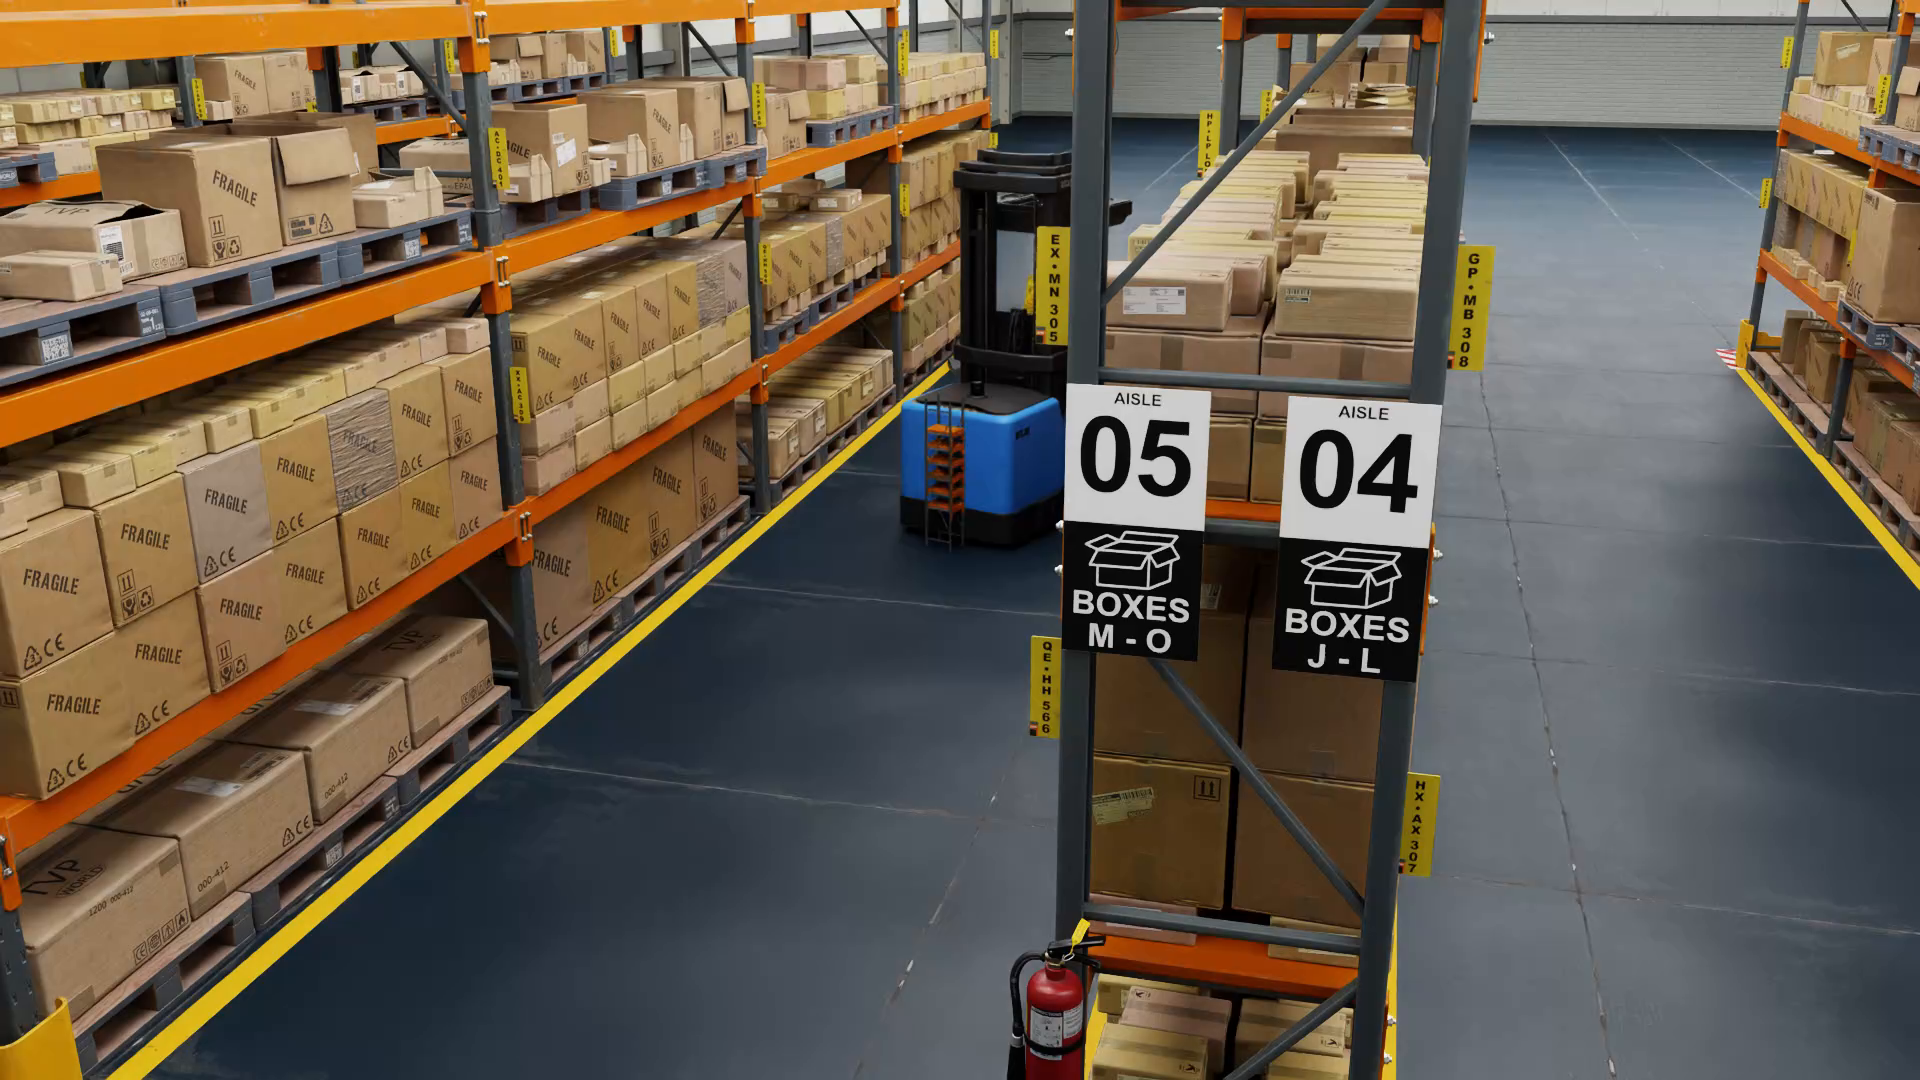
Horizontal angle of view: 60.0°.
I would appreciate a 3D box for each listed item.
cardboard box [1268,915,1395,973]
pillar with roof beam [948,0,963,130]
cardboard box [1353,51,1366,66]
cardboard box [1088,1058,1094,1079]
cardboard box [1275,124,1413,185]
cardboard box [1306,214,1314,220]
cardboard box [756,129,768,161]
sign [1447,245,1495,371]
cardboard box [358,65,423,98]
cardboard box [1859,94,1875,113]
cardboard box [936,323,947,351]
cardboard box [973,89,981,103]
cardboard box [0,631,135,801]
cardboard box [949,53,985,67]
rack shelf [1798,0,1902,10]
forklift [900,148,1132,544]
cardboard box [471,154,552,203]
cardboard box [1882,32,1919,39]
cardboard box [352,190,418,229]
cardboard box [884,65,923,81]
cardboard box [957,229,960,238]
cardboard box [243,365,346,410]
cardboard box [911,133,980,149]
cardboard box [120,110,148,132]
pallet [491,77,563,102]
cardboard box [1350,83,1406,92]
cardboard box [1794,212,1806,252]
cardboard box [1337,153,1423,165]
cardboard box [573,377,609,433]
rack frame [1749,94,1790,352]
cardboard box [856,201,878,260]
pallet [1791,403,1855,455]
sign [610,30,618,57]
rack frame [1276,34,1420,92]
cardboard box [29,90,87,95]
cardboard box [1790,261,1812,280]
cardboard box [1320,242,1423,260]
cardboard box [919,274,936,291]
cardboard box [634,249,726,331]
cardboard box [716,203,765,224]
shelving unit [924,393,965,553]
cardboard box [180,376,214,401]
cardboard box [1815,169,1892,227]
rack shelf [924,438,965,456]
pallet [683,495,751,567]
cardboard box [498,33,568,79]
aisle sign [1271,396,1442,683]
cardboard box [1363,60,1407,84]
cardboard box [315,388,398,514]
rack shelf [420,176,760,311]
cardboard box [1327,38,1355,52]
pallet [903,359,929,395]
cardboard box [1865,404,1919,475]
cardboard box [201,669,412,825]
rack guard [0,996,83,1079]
[{"bbox_3d":[1.190,1.233,5.326,0.380,0.149,0.250,4,19,13],"label":"cardboard box"},{"bbox_3d":[4.058,-14.450,41.570,9.100,9.000,0.400,5,19,13],"label":"pillar with roof beam"},{"bbox_3d":[4.090,-5.112,17.841,0.500,0.250,0.500,5,19,13],"label":"cardboard box"},{"bbox_3d":[0.645,2.011,5.959,0.380,0.149,0.250,4,19,12],"label":"cardboard box"},{"bbox_3d":[1.970,-1.840,8.488,0.700,0.500,0.500,5,19,13],"label":"cardboard box"},{"bbox_3d":[1.643,-1.158,6.756,0.500,0.250,0.500,5,20,16],"label":"cardboard box"},{"bbox_3d":[-1.773,-3.198,13.478,0.396,0.266,0.258,5,19,13],"label":"cardboard box"},{"bbox_3d":[1.319,-0.601,4.312,0.100,0.325,0.005,5,19,13],"label":"sign"},{"bbox_3d":[-5.854,-4.699,16.997,0.500,0.311,0.500,4,19,12],"label":"cardboard box"},{"bbox_3d":[8.441,-3.972,15.150,0.380,0.149,0.250,4,19,11],"label":"cardboard box"},{"bbox_3d":[-0.447,-2.327,18.963,0.500,0.250,0.500,4,19,13],"label":"cardboard box"},{"bbox_3d":[0.033,-5.271,19.726,0.380,0.149,0.250,5,19,14],"label":"cardboard box"},{"bbox_3d":[-3.636,0.655,6.474,0.500,0.500,0.500,5,19,13],"label":"cardboard box"},{"bbox_3d":[0.081,-5.733,19.846,0.380,0.149,0.250,5,19,14],"label":"cardboard box"},{"bbox_3d":[8.999,-5.272,15.818,1.077,0.370,4.000,5,19,13],"label":"rack shelf"},{"bbox_3d":[0.724,-1.776,13.854,1.130,2.935,3.031,11,22,30],"label":"forklift"},{"bbox_3d":[-2.593,-2.107,9.633,0.396,0.266,0.258,4,19,13],"label":"cardboard box"},{"bbox_3d":[9.354,-4.740,16.396,0.500,0.500,0.500,5,19,13],"label":"cardboard box"},{"bbox_3d":[-2.964,-1.662,8.355,0.380,0.149,0.250,5,20,15],"label":"cardboard box"},{"bbox_3d":[-0.598,-4.847,17.253,0.380,0.149,0.250,4,19,12],"label":"cardboard box"},{"bbox_3d":[-0.077,-3.682,19.714,0.380,0.149,0.250,5,19,14],"label":"cardboard box"},{"bbox_3d":[-3.194,-0.733,7.989,0.380,0.149,0.250,4,19,12],"label":"cardboard box"},{"bbox_3d":[-0.166,-4.510,19.590,0.700,0.500,0.500,5,19,14],"label":"cardboard box"},{"bbox_3d":[-6.826,-3.395,13.462,0.380,0.149,0.250,4,19,12],"label":"cardboard box"},{"bbox_3d":[-5.430,-5.350,19.706,1.003,0.211,1.213,5,19,13],"label":"pallet"},{"bbox_3d":[3.708,-3.932,14.846,0.500,0.250,0.500,5,19,14],"label":"cardboard box"},{"bbox_3d":[9.321,-3.254,17.457,0.875,0.500,0.500,5,19,13],"label":"cardboard box"},{"bbox_3d":[1.960,-1.718,7.778,0.380,0.149,0.250,4,19,11],"label":"cardboard box"},{"bbox_3d":[-2.573,-0.870,10.553,0.500,0.250,0.500,5,19,14],"label":"cardboard box"},{"bbox_3d":[9.487,-3.402,18.507,1.000,3.000,0.127,5,19,13],"label":"rack frame"},{"bbox_3d":[-1.110,-2.999,16.063,0.500,0.500,0.500,5,19,14],"label":"cardboard box"},{"bbox_3d":[8.640,-1.042,15.911,1.003,0.211,1.213,5,19,13],"label":"pallet"},{"bbox_3d":[-4.414,-6.329,21.189,0.100,0.325,0.005,5,19,13],"label":"sign"},{"bbox_3d":[2.748,-4.157,11.435,1.000,3.000,0.127,5,19,13],"label":"rack frame"},{"bbox_3d":[-7.339,-3.575,13.528,0.380,0.149,0.250,5,19,14],"label":"cardboard box"},{"bbox_3d":[8.726,-2.750,16.987,0.380,0.149,0.250,5,19,13],"label":"cardboard box"},{"bbox_3d":[1.310,-0.825,5.164,0.380,0.149,0.250,5,19,13],"label":"cardboard box"},{"bbox_3d":[-0.481,-2.849,18.330,0.380,0.149,0.250,5,20,15],"label":"cardboard box"},{"bbox_3d":[-2.067,-1.853,12.271,0.500,0.500,0.500,5,19,14],"label":"cardboard box"},{"bbox_3d":[-1.951,-2.906,14.786,0.380,0.149,0.250,4,19,11],"label":"cardboard box"},{"bbox_3d":[-0.119,-0.513,12.833,0.258,1.200,0.189,11,22,30],"label":"shelving unit"},{"bbox_3d":[-3.773,-0.696,7.881,0.380,0.149,0.250,5,19,14],"label":"cardboard box"},{"bbox_3d":[8.597,-3.286,16.004,0.500,0.500,0.500,5,19,13],"label":"cardboard box"},{"bbox_3d":[-0.119,-0.698,12.770,0.258,0.103,0.180,11,22,30],"label":"rack shelf"},{"bbox_3d":[-2.343,-0.116,13.201,1.003,0.211,1.213,5,19,13],"label":"pallet"},{"bbox_3d":[-5.155,-5.817,19.978,0.700,0.500,0.500,5,19,14],"label":"cardboard box"},{"bbox_3d":[1.066,0.006,4.507,0.394,0.787,0.004,5,19,13],"label":"aisle sign"},{"bbox_3d":[4.116,-4.438,15.867,0.500,0.250,0.500,5,19,14],"label":"cardboard box"},{"bbox_3d":[-3.149,-0.455,8.179,0.500,0.500,0.500,5,19,14],"label":"cardboard box"},{"bbox_3d":[-2.565,-2.129,11.253,1.077,0.370,4.000,5,19,13],"label":"rack shelf"},{"bbox_3d":[3.938,-5.191,17.455,0.380,0.149,0.250,5,19,14],"label":"cardboard box"},{"bbox_3d":[-0.970,-1.824,18.202,1.003,0.211,1.213,5,19,13],"label":"pallet"},{"bbox_3d":[8.204,-0.835,14.177,0.700,0.500,0.500,5,19,13],"label":"cardboard box"},{"bbox_3d":[-3.530,1.059,8.759,0.875,0.438,0.875,4,19,12],"label":"cardboard box"},{"bbox_3d":[-4.037,2.021,6.498,1.175,0.500,0.348,5,19,13],"label":"rack guard"}]
